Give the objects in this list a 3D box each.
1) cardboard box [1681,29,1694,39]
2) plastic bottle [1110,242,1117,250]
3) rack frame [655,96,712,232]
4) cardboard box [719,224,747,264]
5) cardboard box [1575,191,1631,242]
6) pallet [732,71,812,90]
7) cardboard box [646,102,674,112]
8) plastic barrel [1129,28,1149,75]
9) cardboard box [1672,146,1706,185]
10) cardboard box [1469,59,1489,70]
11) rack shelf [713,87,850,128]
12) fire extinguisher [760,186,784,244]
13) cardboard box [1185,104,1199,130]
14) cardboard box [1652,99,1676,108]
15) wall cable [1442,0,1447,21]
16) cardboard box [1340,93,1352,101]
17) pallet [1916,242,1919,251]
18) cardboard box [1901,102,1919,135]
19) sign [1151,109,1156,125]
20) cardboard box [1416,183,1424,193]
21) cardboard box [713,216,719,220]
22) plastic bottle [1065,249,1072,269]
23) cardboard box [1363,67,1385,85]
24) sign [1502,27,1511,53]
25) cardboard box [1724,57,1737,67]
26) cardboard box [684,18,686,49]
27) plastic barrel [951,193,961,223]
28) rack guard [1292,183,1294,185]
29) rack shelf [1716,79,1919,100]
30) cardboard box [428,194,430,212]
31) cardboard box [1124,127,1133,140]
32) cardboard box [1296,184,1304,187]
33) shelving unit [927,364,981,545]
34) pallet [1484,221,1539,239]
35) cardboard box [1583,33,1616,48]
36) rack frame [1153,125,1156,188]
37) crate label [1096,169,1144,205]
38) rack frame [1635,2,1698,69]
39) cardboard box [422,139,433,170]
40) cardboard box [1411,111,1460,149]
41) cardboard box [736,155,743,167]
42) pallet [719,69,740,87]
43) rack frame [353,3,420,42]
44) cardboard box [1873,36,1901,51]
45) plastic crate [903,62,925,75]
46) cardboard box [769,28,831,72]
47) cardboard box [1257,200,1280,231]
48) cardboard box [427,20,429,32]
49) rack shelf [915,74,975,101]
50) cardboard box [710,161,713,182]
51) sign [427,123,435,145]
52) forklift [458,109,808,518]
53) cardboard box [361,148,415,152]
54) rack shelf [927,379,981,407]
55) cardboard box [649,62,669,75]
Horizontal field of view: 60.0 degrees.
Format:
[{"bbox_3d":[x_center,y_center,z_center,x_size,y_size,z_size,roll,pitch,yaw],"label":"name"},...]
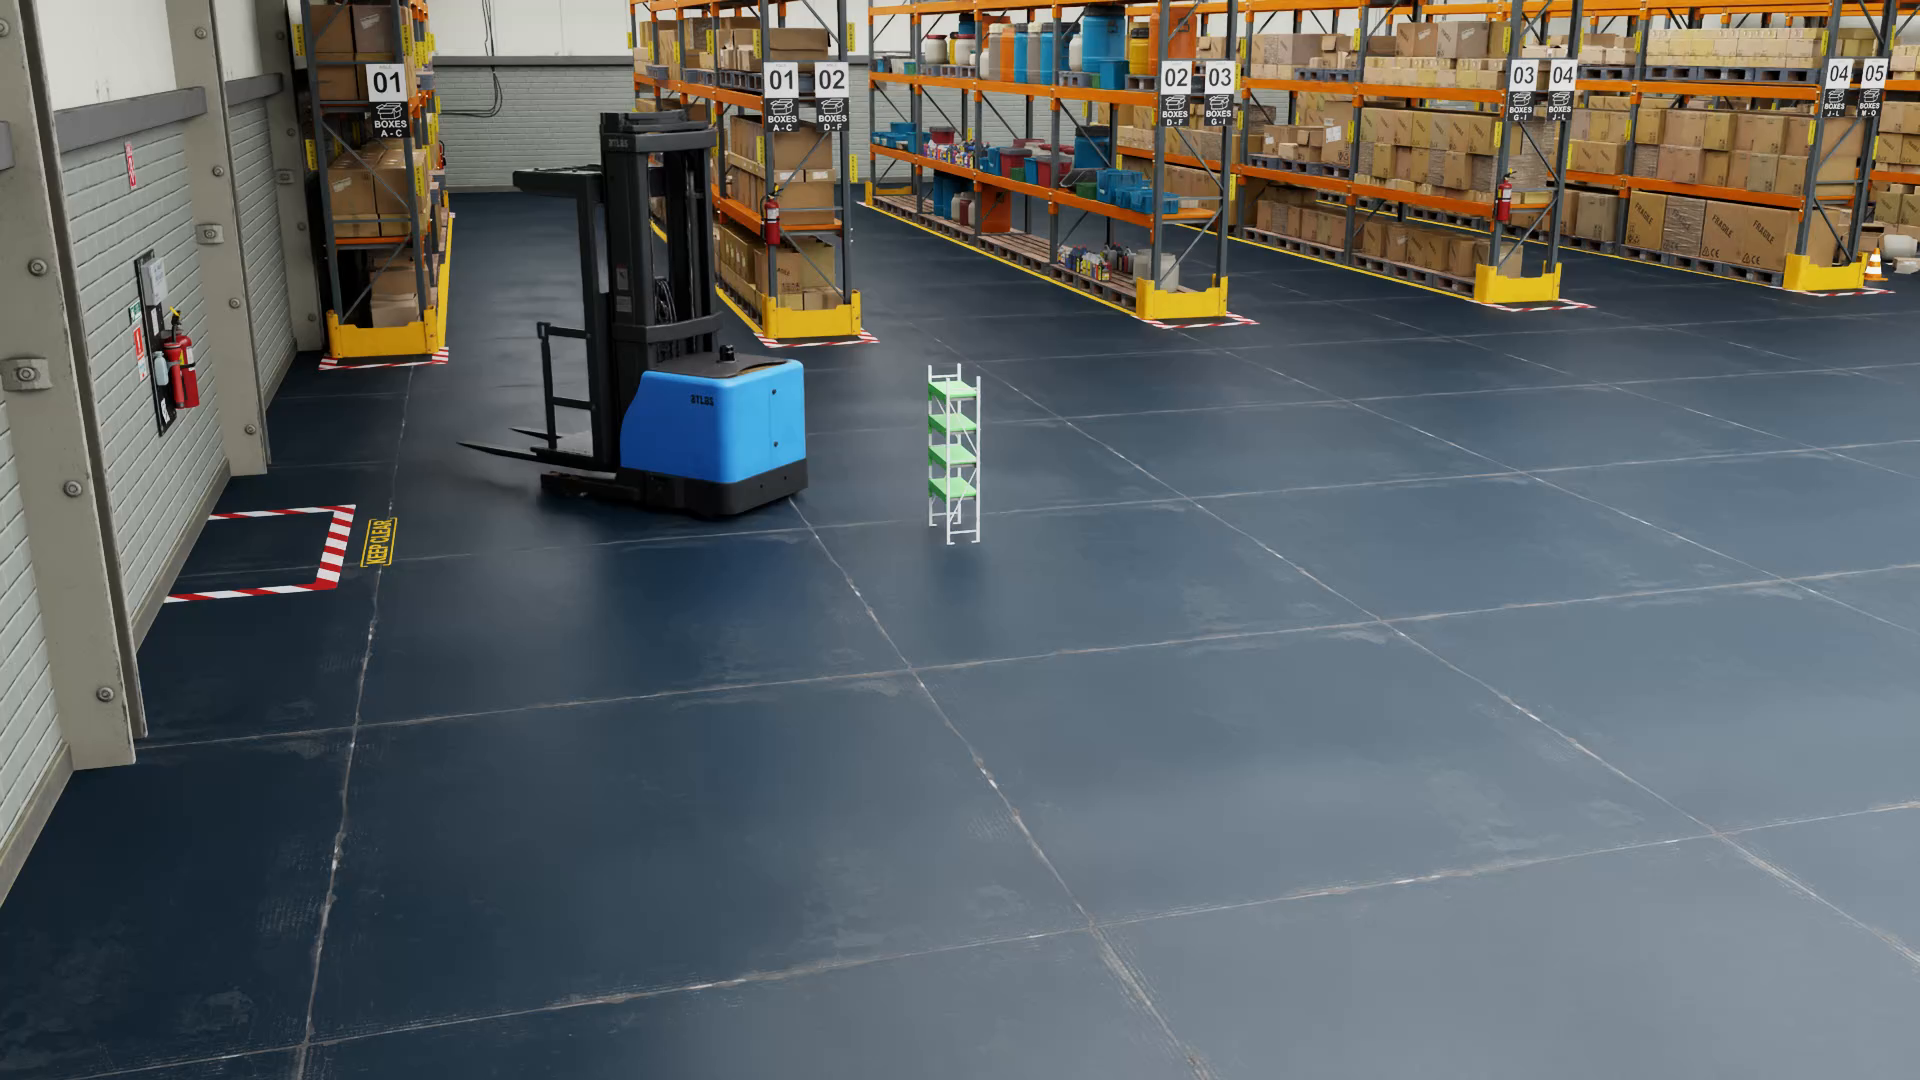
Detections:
[{"bbox_3d":[11.393,-7.816,25.692,0.380,0.149,0.250,-5,17,-16],"label":"cardboard box"},{"bbox_3d":[2.304,-4.238,24.688,0.144,0.351,0.185,-5,17,-17],"label":"plastic bottle"},{"bbox_3d":[-5.112,-7.274,30.953,1.000,3.000,0.127,-5,17,-15],"label":"rack frame"},{"bbox_3d":[-3.087,-4.151,23.305,0.500,0.500,0.500,-5,17,-15],"label":"cardboard box"},{"bbox_3d":[11.152,-5.496,28.214,1.050,0.750,0.750,-5,17,-16],"label":"cardboard box"},{"bbox_3d":[-2.322,-5.885,21.268,1.003,0.211,1.213,-5,17,-15],"label":"pallet"},{"bbox_3d":[-5.782,-8.201,32.128,0.500,0.500,0.500,-5,17,-15],"label":"cardboard box"},{"bbox_3d":[2.514,-6.378,21.701,0.600,0.588,0.600,0,17,0],"label":"plastic barrel"},{"bbox_3d":[11.730,-5.869,26.016,0.875,0.550,0.550,-5,17,-15],"label":"cardboard box"},{"bbox_3d":[7.196,-6.493,22.707,0.380,0.149,0.250,-5,18,-18],"label":"cardboard box"},{"bbox_3d":[-2.364,-5.600,21.417,1.077,0.370,4.000,-5,17,-15],"label":"rack shelf"},{"bbox_3d":[-2.228,-3.848,19.683,0.296,0.674,0.183,-5,17,-15],"label":"fire extinguisher"},{"bbox_3d":[4.775,-8.218,32.178,0.797,0.503,0.637,-5,17,-15],"label":"cardboard box"},{"bbox_3d":[14.369,-8.661,33.661,0.500,0.500,0.500,-5,17,-15],"label":"cardboard box"},{"bbox_3d":[14.422,-14.657,45.038,2.988,3.039,0.133,-5,17,-15],"label":"wall cable"},{"bbox_3d":[8.547,-9.483,35.880,0.500,0.500,0.500,-4,17,-14],"label":"cardboard box"},{"bbox_3d":[16.360,-5.108,28.591,1.003,0.211,1.213,-5,17,-15],"label":"pallet"},{"bbox_3d":[16.173,-7.014,27.660,0.700,0.500,0.500,-5,17,-15],"label":"cardboard box"},{"bbox_3d":[3.881,-8.464,33.274,0.100,0.325,0.005,-5,17,-15],"label":"sign"},{"bbox_3d":[6.920,-5.160,24.354,0.380,0.149,0.250,-5,17,-15],"label":"cardboard box"},{"bbox_3d":[-3.999,-5.008,26.484,0.500,0.311,0.500,-5,17,-17],"label":"cardboard box"},{"bbox_3d":[1.632,-4.148,24.516,0.152,0.276,0.135,-4,17,-13],"label":"plastic bottle"},{"bbox_3d":[6.490,-7.063,25.299,0.500,0.250,0.500,-5,18,-17],"label":"cardboard box"},{"bbox_3d":[7.173,-6.559,21.821,0.100,0.325,0.005,-5,17,-15],"label":"sign"},{"bbox_3d":[11.673,-7.153,24.871,0.380,0.149,0.250,-4,17,-15],"label":"cardboard box"},{"bbox_3d":[-4.407,-8.534,28.023,0.500,0.500,0.500,-5,17,-15],"label":"cardboard box"},{"bbox_3d":[0.049,-6.163,30.850,0.421,0.512,0.421,0,17,0],"label":"plastic barrel"},{"bbox_3d":[8.132,-8.309,38.743,1.175,0.500,0.348,-5,17,-15],"label":"rack guard"},{"bbox_3d":[15.591,-8.272,30.313,1.077,0.370,4.000,-5,17,-15],"label":"rack shelf"},{"bbox_3d":[-6.972,-4.223,21.022,0.500,0.250,0.500,-5,17,-16],"label":"cardboard box"},{"bbox_3d":[3.755,-8.512,34.820,0.500,0.250,0.500,-4,17,-14],"label":"cardboard box"},{"bbox_3d":[7.948,-8.192,38.236,0.380,0.149,0.250,-4,17,-14],"label":"cardboard box"},{"bbox_3d":[-0.045,-0.620,11.932,0.258,1.200,0.503,-5,17,-15],"label":"shelving unit"},{"bbox_3d":[10.454,-5.754,30.742,1.003,0.211,1.213,-5,17,-15],"label":"pallet"},{"bbox_3d":[11.057,-8.589,29.039,0.500,0.500,0.500,-5,17,-15],"label":"cardboard box"},{"bbox_3d":[4.414,-8.056,33.557,1.000,3.000,0.127,-5,17,-15],"label":"rack frame"},{"bbox_3d":[2.184,-4.850,22.822,0.502,0.435,0.616,-5,17,-15],"label":"crate label"},{"bbox_3d":[11.409,-9.081,26.540,1.000,3.000,0.127,-5,17,-15],"label":"rack frame"},{"bbox_3d":[-8.662,-6.129,26.417,0.500,0.500,0.500,-4,17,-14],"label":"cardboard box"},{"bbox_3d":[6.916,-5.954,24.130,0.500,0.500,0.500,-5,17,-15],"label":"cardboard box"},{"bbox_3d":[-2.811,-5.117,22.471,0.380,0.149,0.250,-5,17,-16],"label":"cardboard box"},{"bbox_3d":[-2.654,-6.221,22.389,1.003,0.211,1.213,-5,17,-15],"label":"pallet"},{"bbox_3d":[-8.775,-8.648,25.100,1.000,3.000,0.127,-5,17,-15],"label":"rack frame"},{"bbox_3d":[15.859,-8.582,28.757,0.500,0.250,0.500,-4,17,-14],"label":"cardboard box"},{"bbox_3d":[-0.905,-9.248,32.601,0.416,0.233,0.300,-5,17,-15],"label":"plastic crate"},{"bbox_3d":[-1.968,-5.868,19.907,0.797,0.503,0.637,-3,17,-11],"label":"cardboard box"},{"bbox_3d":[5.717,-5.779,29.559,0.700,0.500,0.500,-6,18,-18],"label":"cardboard box"},{"bbox_3d":[-10.231,-9.497,31.193,0.500,0.500,0.500,-5,18,-18],"label":"cardboard box"},{"bbox_3d":[0.201,-8.203,30.084,1.077,0.370,4.000,-5,17,-15],"label":"rack shelf"},{"bbox_3d":[-3.953,-5.862,26.408,0.500,0.311,0.500,-5,17,-16],"label":"cardboard box"},{"bbox_3d":[-8.255,-6.337,25.959,0.100,0.325,0.005,-5,17,-15],"label":"sign"},{"bbox_3d":[-2.726,-1.861,13.053,3.031,2.935,1.130,10,19,29],"label":"forklift"},{"bbox_3d":[-7.782,-5.070,22.679,0.700,0.500,0.500,-5,17,-15],"label":"cardboard box"},{"bbox_3d":[-0.045,-1.019,11.812,0.258,0.148,0.480,-5,17,-15],"label":"rack shelf"},{"bbox_3d":[-5.501,-8.752,30.921,0.500,0.250,0.500,-5,17,-15],"label":"cardboard box"}]
